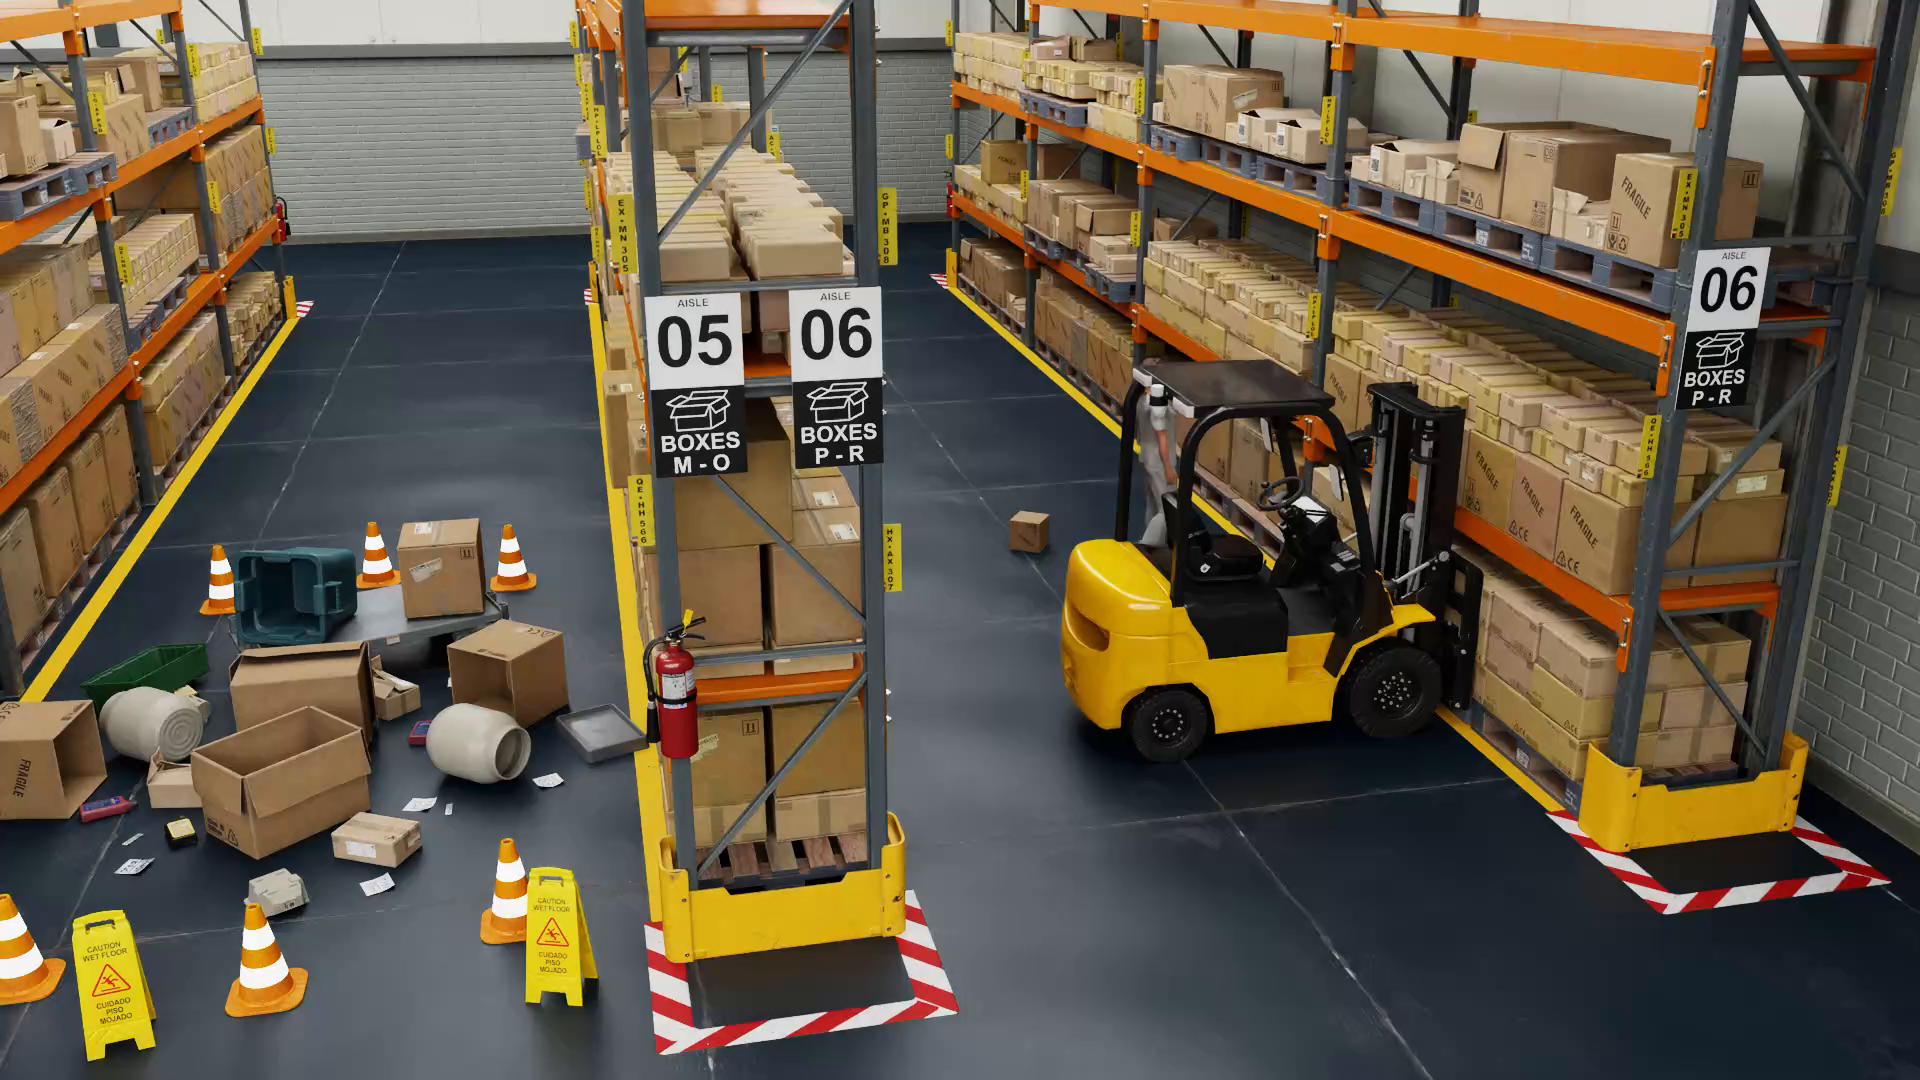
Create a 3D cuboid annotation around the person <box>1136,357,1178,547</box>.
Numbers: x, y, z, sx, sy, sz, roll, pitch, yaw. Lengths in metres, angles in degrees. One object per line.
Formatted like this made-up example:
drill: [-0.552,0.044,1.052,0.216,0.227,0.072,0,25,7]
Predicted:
person: [1.521,-0.571,12.657,0.536,1.670,0.484,-4,20,-11]
